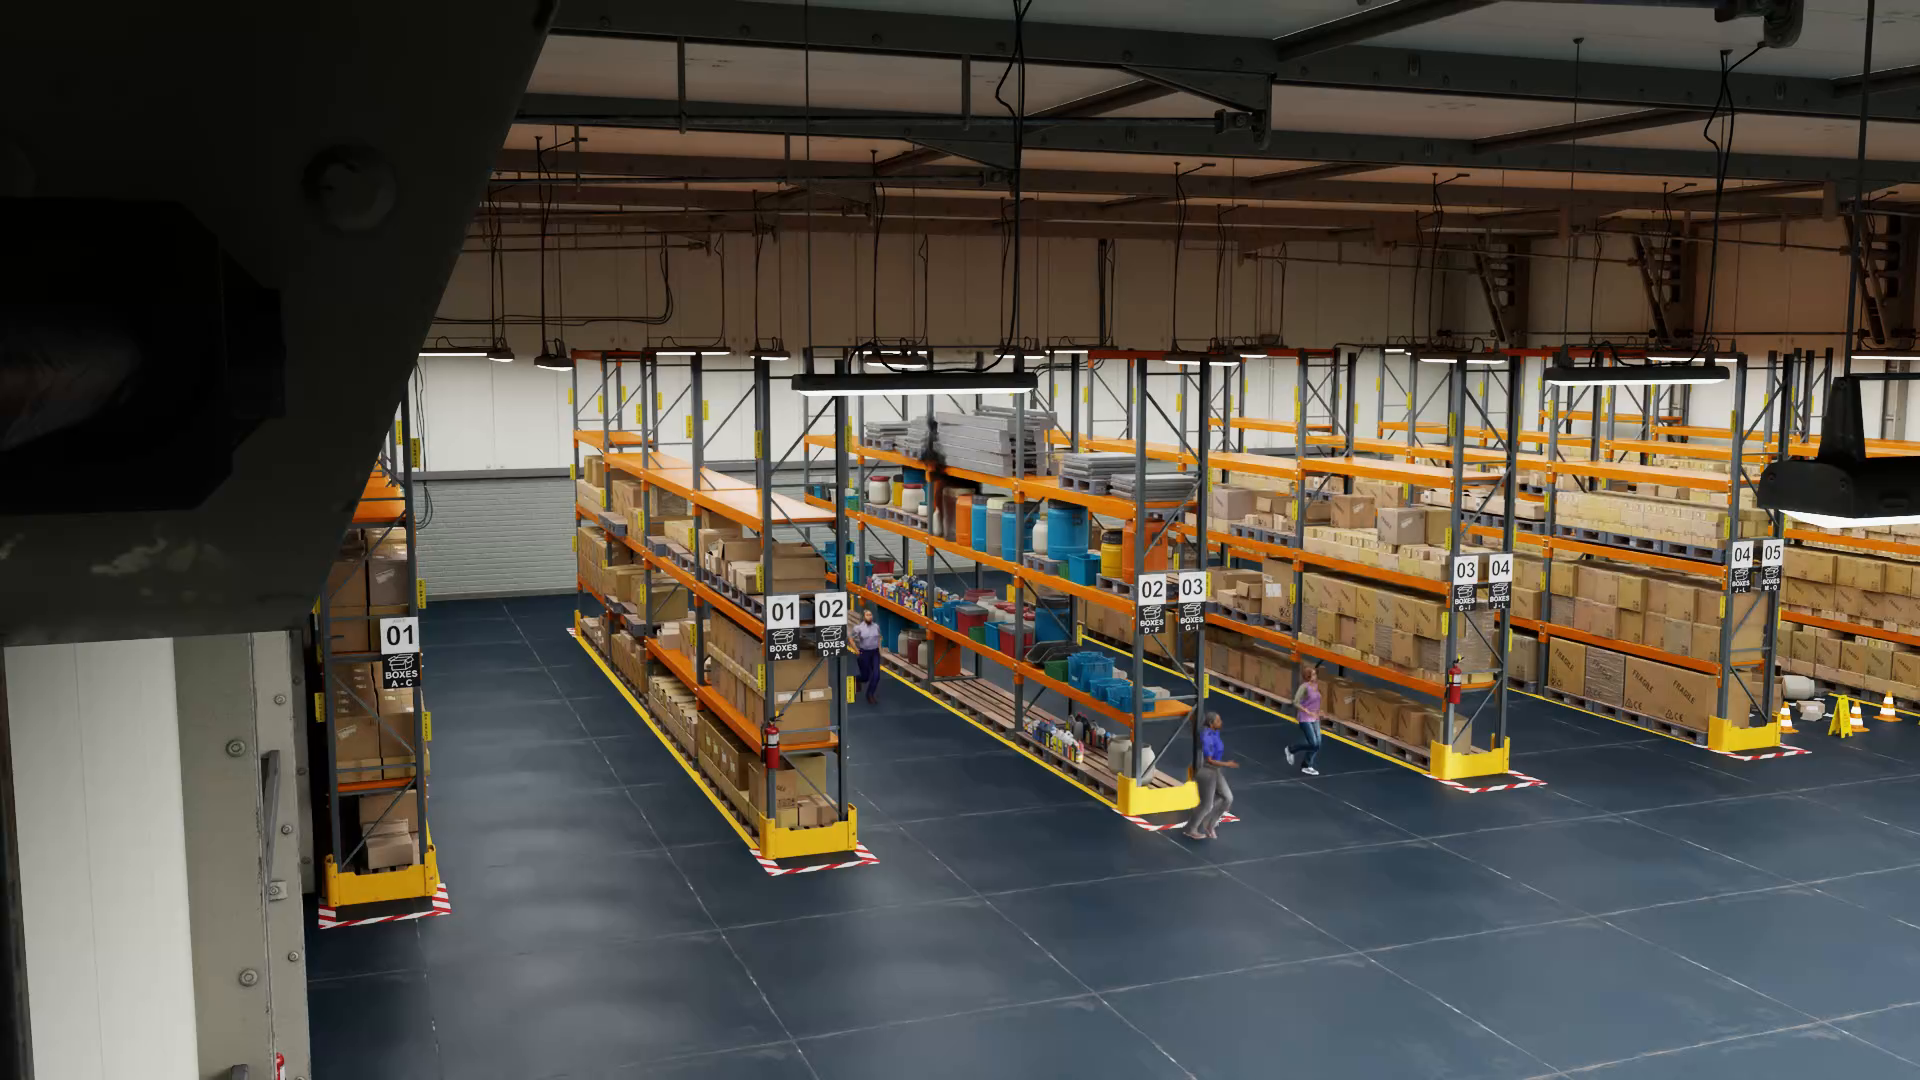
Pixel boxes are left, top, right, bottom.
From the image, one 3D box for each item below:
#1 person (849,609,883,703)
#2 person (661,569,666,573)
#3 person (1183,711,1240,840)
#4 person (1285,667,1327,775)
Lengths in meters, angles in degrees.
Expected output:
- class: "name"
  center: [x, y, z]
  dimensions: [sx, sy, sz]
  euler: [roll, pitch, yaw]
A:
- class: "person"
  center: [-1.602, 1.988, 28.716]
  dimensions: [0.614, 1.609, 0.575]
  euler: [-4, 8, -27]
- class: "person"
  center: [-6.411, 1.061, 35.794]
  dimensions: [0.625, 1.694, 0.843]
  euler: [-6, 9, -40]
- class: "person"
  center: [3.151, 2.960, 20.741]
  dimensions: [0.688, 1.686, 0.603]
  euler: [3, 8, 19]
- class: "person"
  center: [4.984, 2.589, 23.962]
  dimensions: [0.557, 1.553, 0.534]
  euler: [6, 9, 41]
